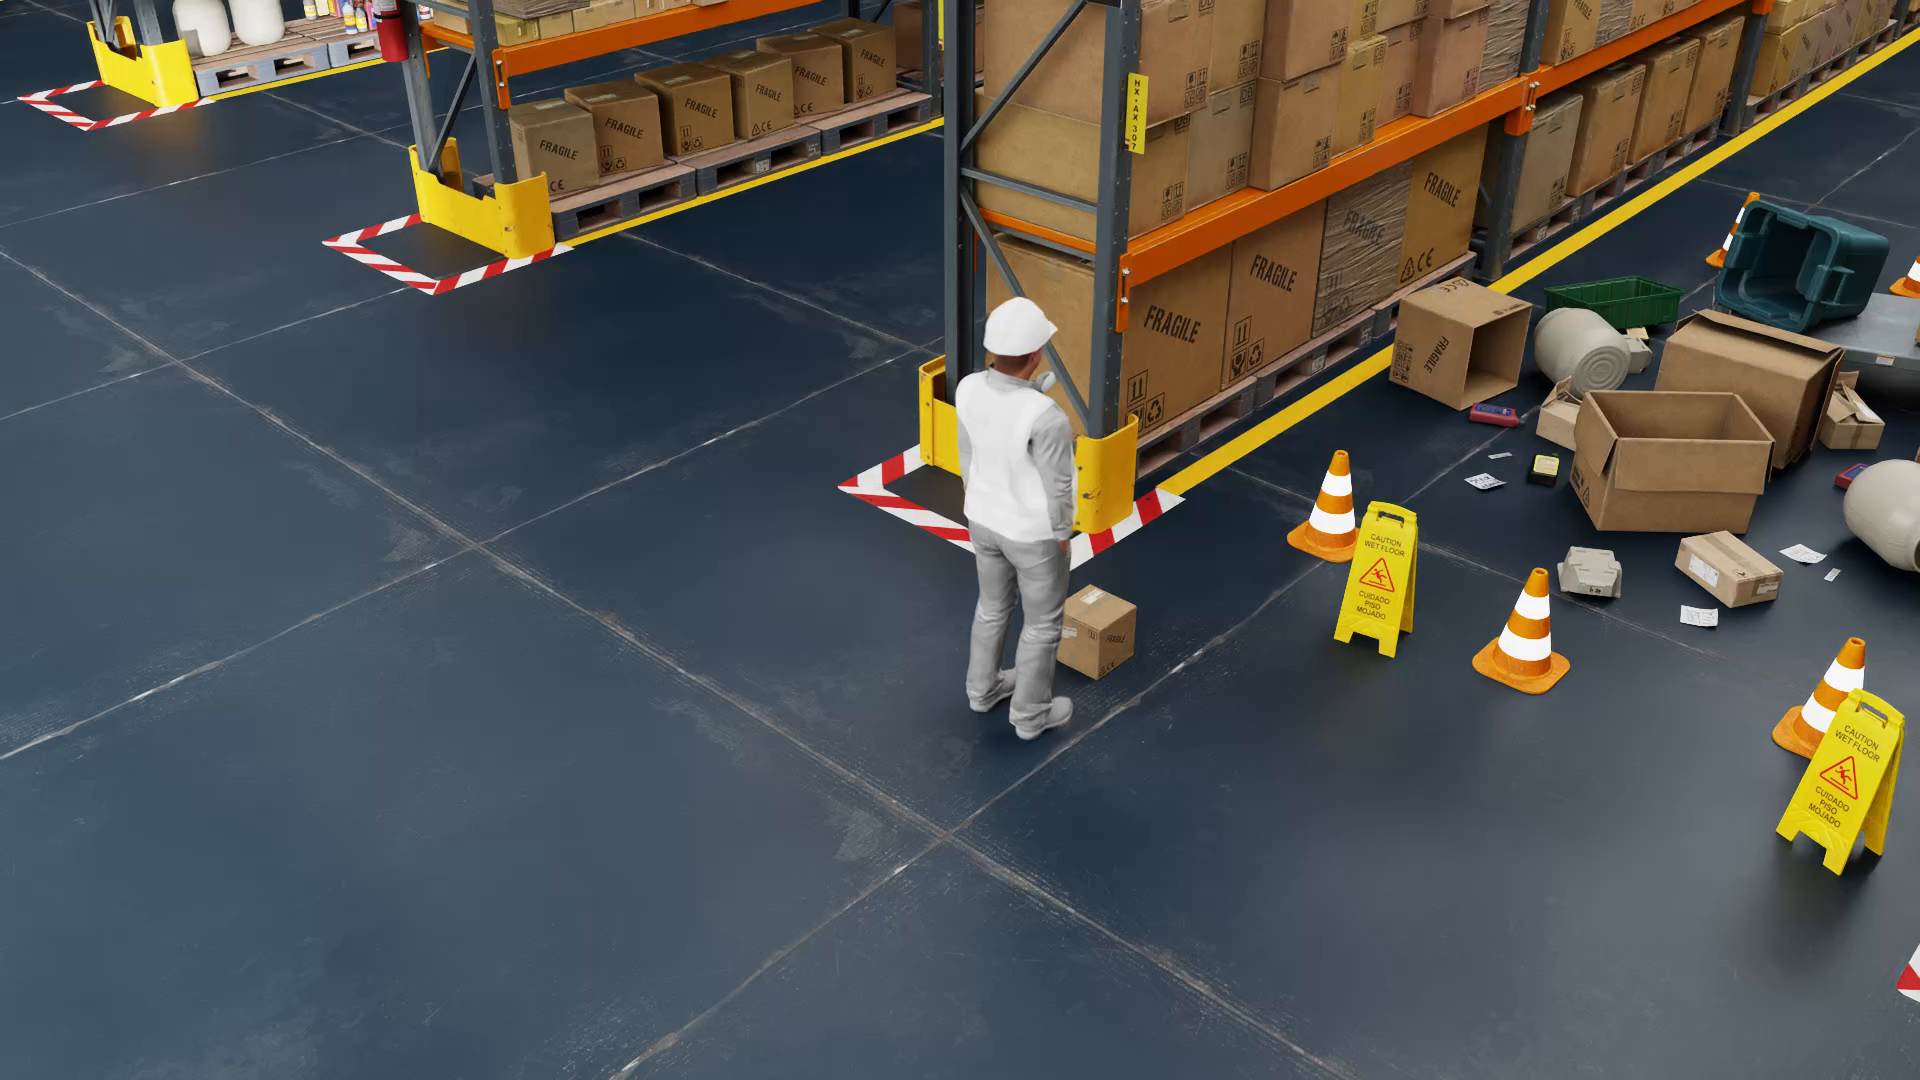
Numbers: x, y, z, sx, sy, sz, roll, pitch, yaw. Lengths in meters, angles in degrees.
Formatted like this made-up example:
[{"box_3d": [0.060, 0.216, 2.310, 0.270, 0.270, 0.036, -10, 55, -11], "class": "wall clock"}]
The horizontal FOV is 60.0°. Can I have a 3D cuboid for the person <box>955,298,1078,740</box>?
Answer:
[{"box_3d": [0.217, -0.082, 6.254, 0.532, 1.768, 0.360, 26, 40, 36], "class": "person"}]
